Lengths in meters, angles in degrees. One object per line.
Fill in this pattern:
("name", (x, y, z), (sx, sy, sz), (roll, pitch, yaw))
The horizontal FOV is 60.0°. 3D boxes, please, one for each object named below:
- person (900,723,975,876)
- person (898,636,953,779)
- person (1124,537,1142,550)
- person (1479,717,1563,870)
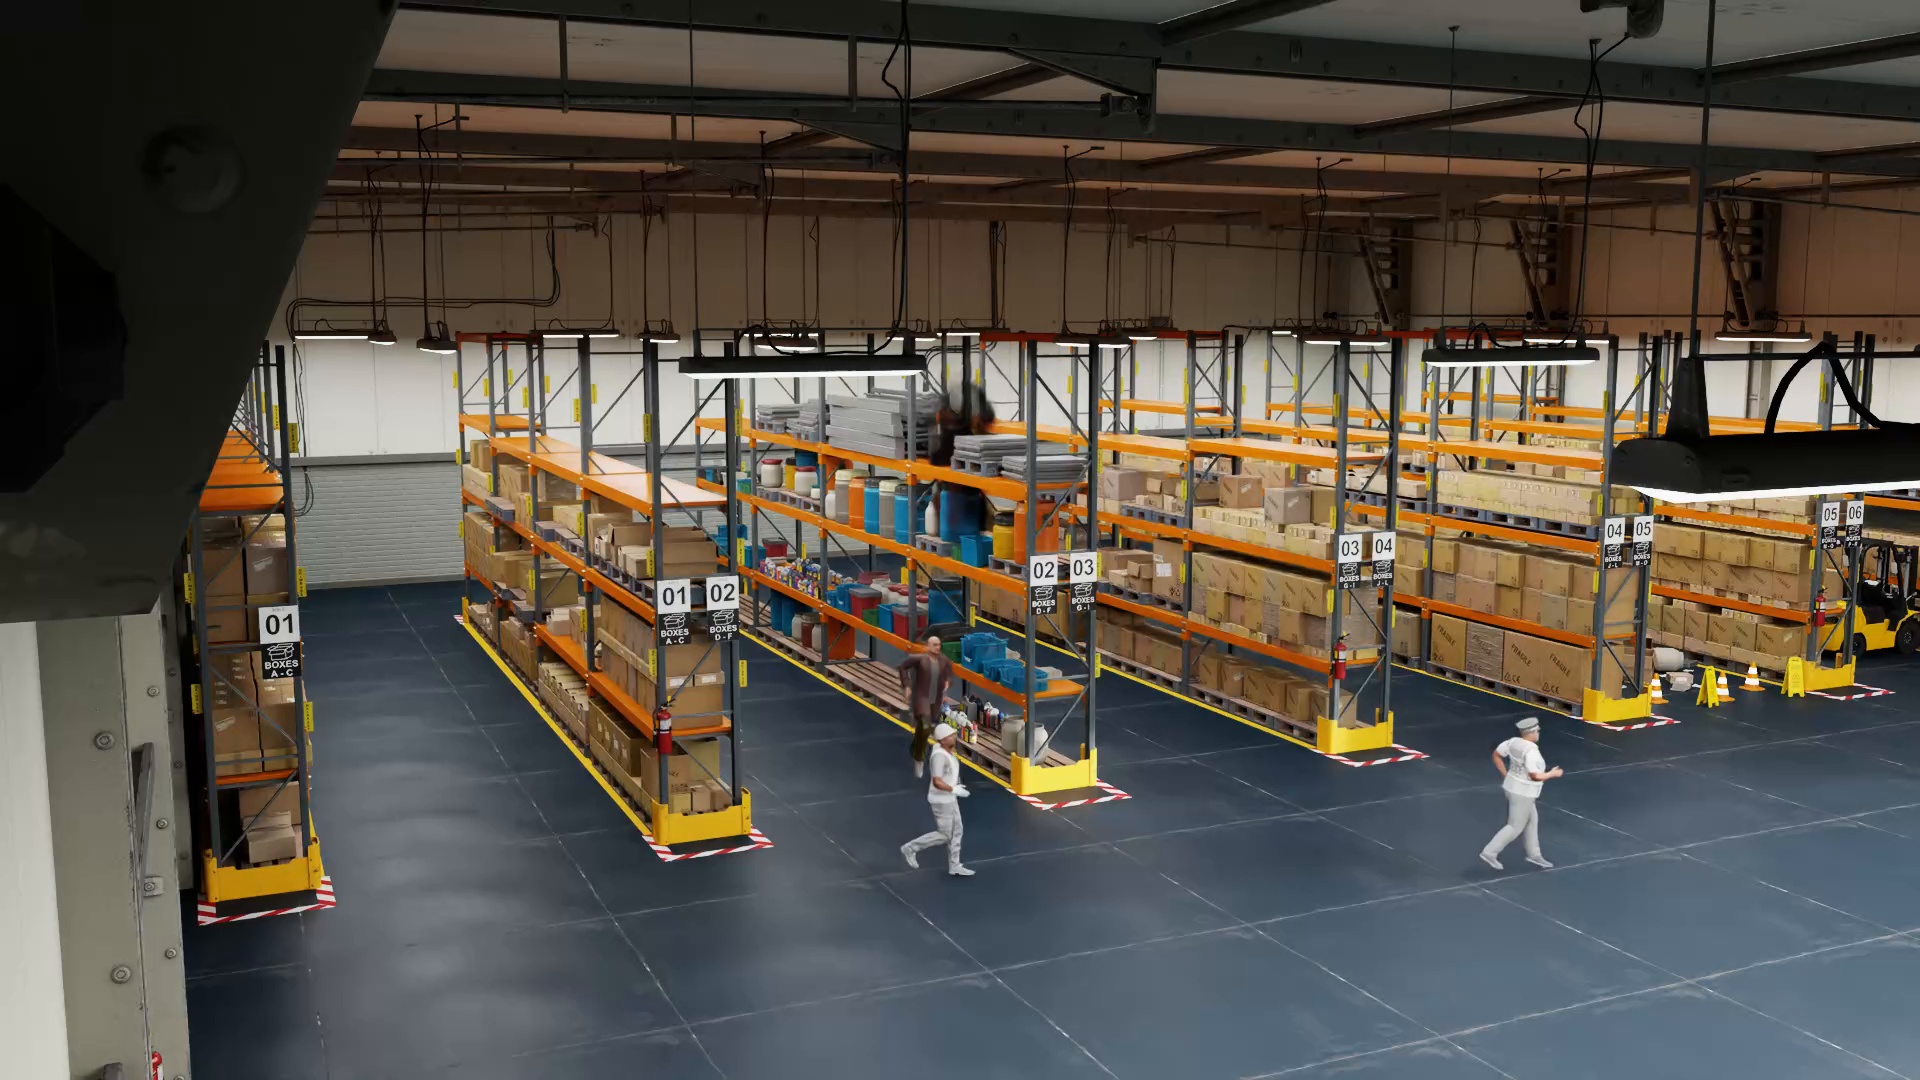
("person", (-0.245, 2.941, 18.845), (0.840, 1.773, 0.688), (0, 8, 3))
("person", (-0.422, 2.203, 22.343), (0.693, 1.842, 0.826), (-5, 9, -31))
("person", (4.444, -0.156, 42.161), (0.591, 1.701, 0.681), (7, 10, 42))
("person", (6.375, 2.905, 18.937), (0.937, 1.798, 0.621), (0, 8, -3))
